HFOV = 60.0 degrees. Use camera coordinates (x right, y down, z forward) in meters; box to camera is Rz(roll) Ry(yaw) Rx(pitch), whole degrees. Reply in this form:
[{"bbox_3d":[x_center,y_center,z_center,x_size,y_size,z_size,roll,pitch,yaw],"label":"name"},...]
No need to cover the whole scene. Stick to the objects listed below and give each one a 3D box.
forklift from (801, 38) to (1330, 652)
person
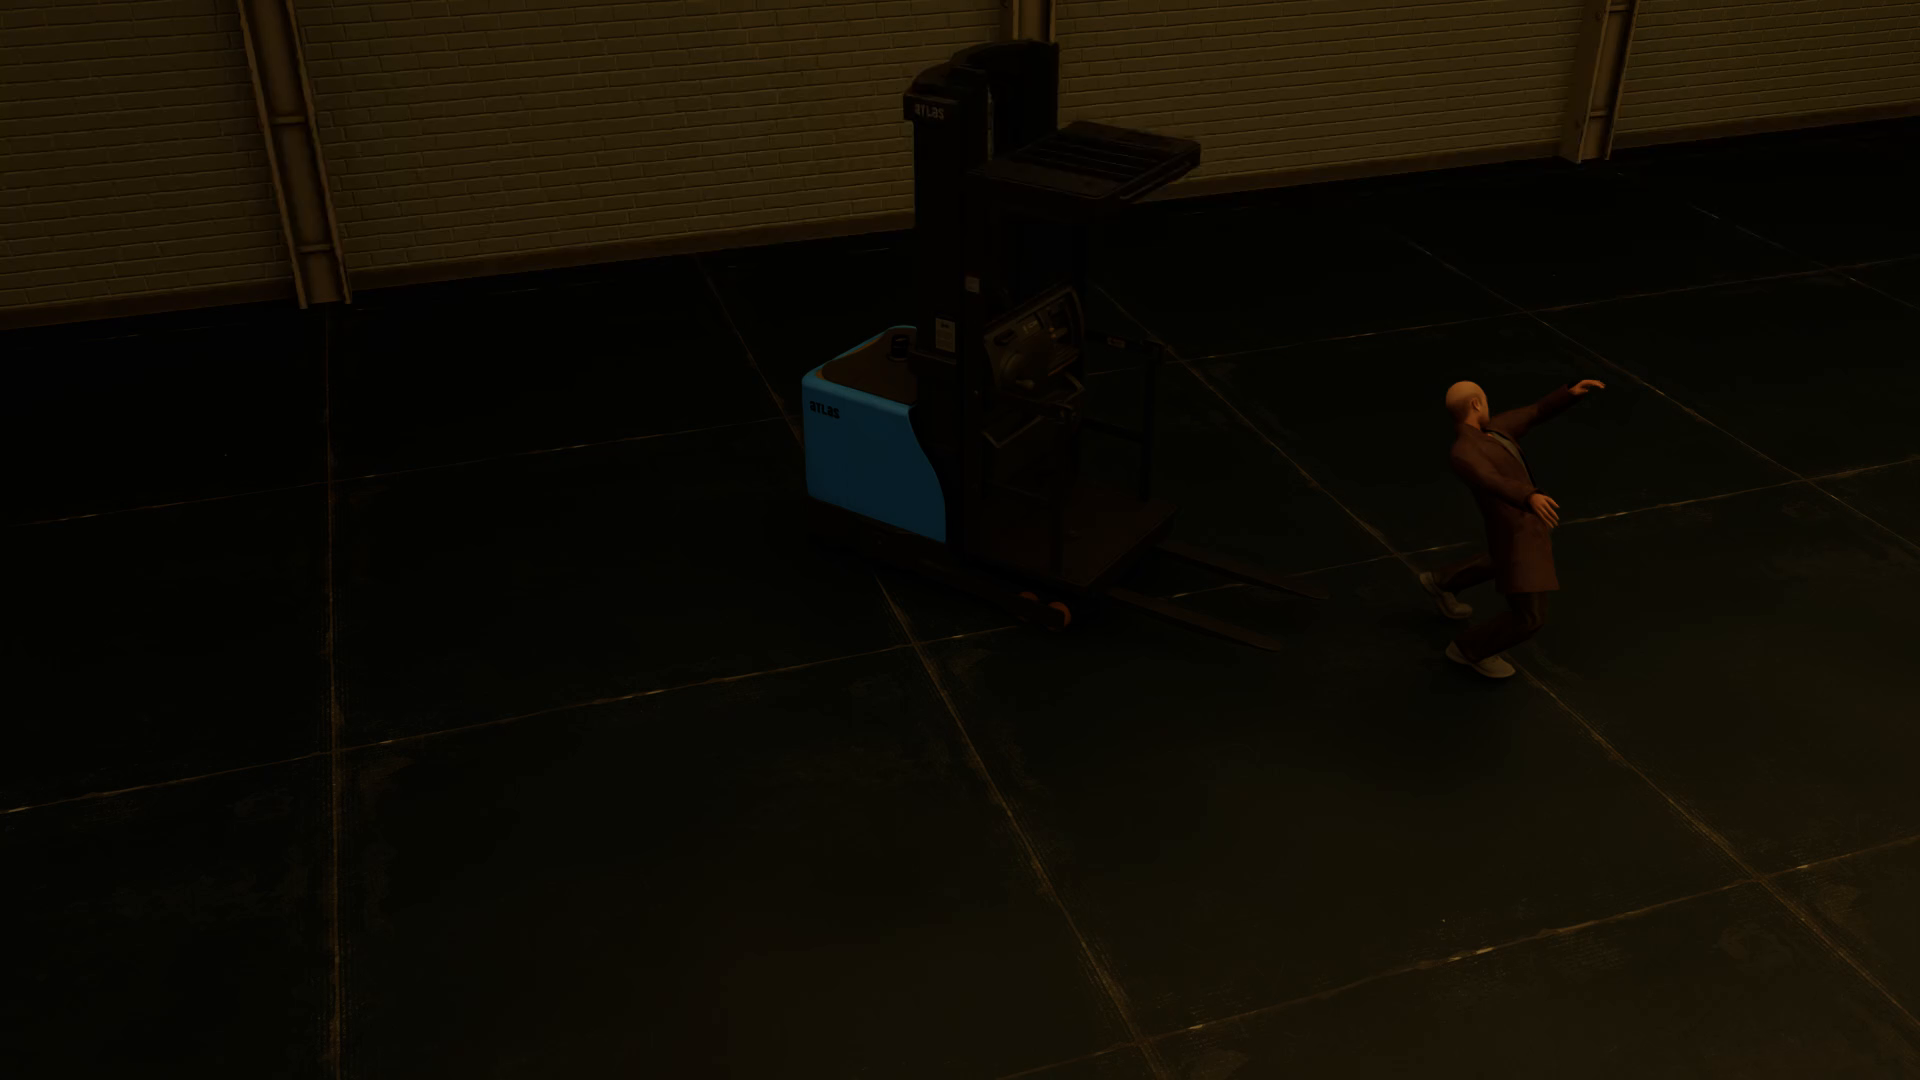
[{"bbox_3d":[0.578,-1.065,8.939,3.031,2.935,1.130,19,35,29],"label":"forklift"},{"bbox_3d":[2.759,-0.007,8.414,0.719,1.589,1.116,7,31,12],"label":"person"}]
